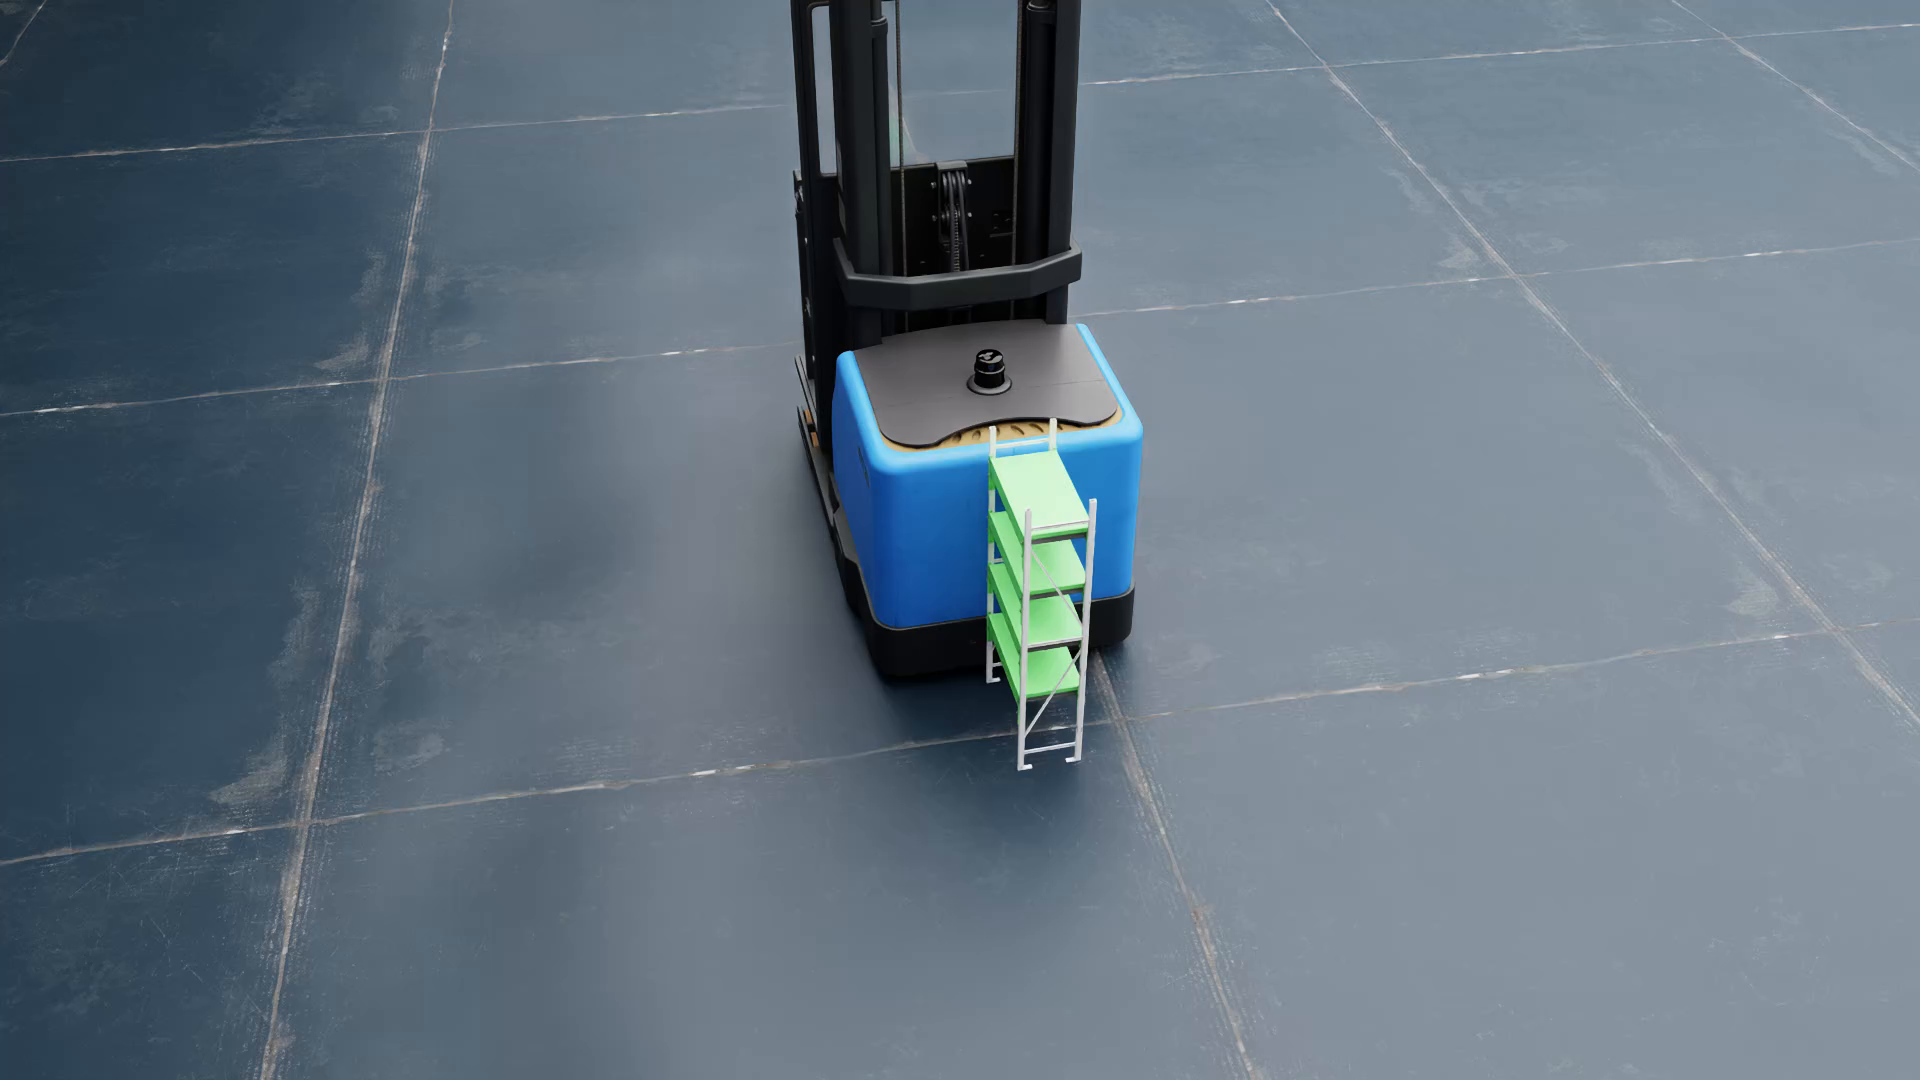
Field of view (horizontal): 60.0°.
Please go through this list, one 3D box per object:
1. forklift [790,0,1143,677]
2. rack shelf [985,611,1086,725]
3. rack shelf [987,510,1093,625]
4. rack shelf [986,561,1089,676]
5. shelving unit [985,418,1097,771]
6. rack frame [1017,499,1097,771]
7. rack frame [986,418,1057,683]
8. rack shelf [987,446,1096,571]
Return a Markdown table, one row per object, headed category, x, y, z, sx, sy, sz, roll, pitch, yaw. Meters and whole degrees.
| category | x | y | z | sx | sy | sz | roll | pitch | yaw |
| --- | --- | --- | --- | --- | --- | --- | --- | --- | --- |
| forklift | -0.141 | -1.534 | 6.836 | 1.130 | 2.935 | 3.031 | -8 | 39 | -10 |
| rack shelf | 0.276 | 0.453 | 6.184 | 0.258 | 0.148 | 0.480 | -8 | 39 | -10 |
| rack shelf | 0.276 | 0.074 | 5.890 | 0.258 | 0.148 | 0.480 | -8 | 39 | -10 |
| rack shelf | 0.276 | 0.264 | 6.037 | 0.258 | 0.148 | 0.480 | -8 | 39 | -10 |
| shelving unit | 0.276 | 0.213 | 5.998 | 0.258 | 1.200 | 0.503 | -8 | 39 | -10 |
| rack frame | 0.331 | 0.359 | 5.810 | 0.240 | 1.200 | 0.015 | -8 | 39 | -10 |
| rack frame | 0.221 | 0.067 | 6.185 | 0.240 | 1.200 | 0.015 | -8 | 39 | -10 |
| rack shelf | 0.276 | -0.115 | 5.742 | 0.258 | 0.148 | 0.480 | -8 | 39 | -10 |
